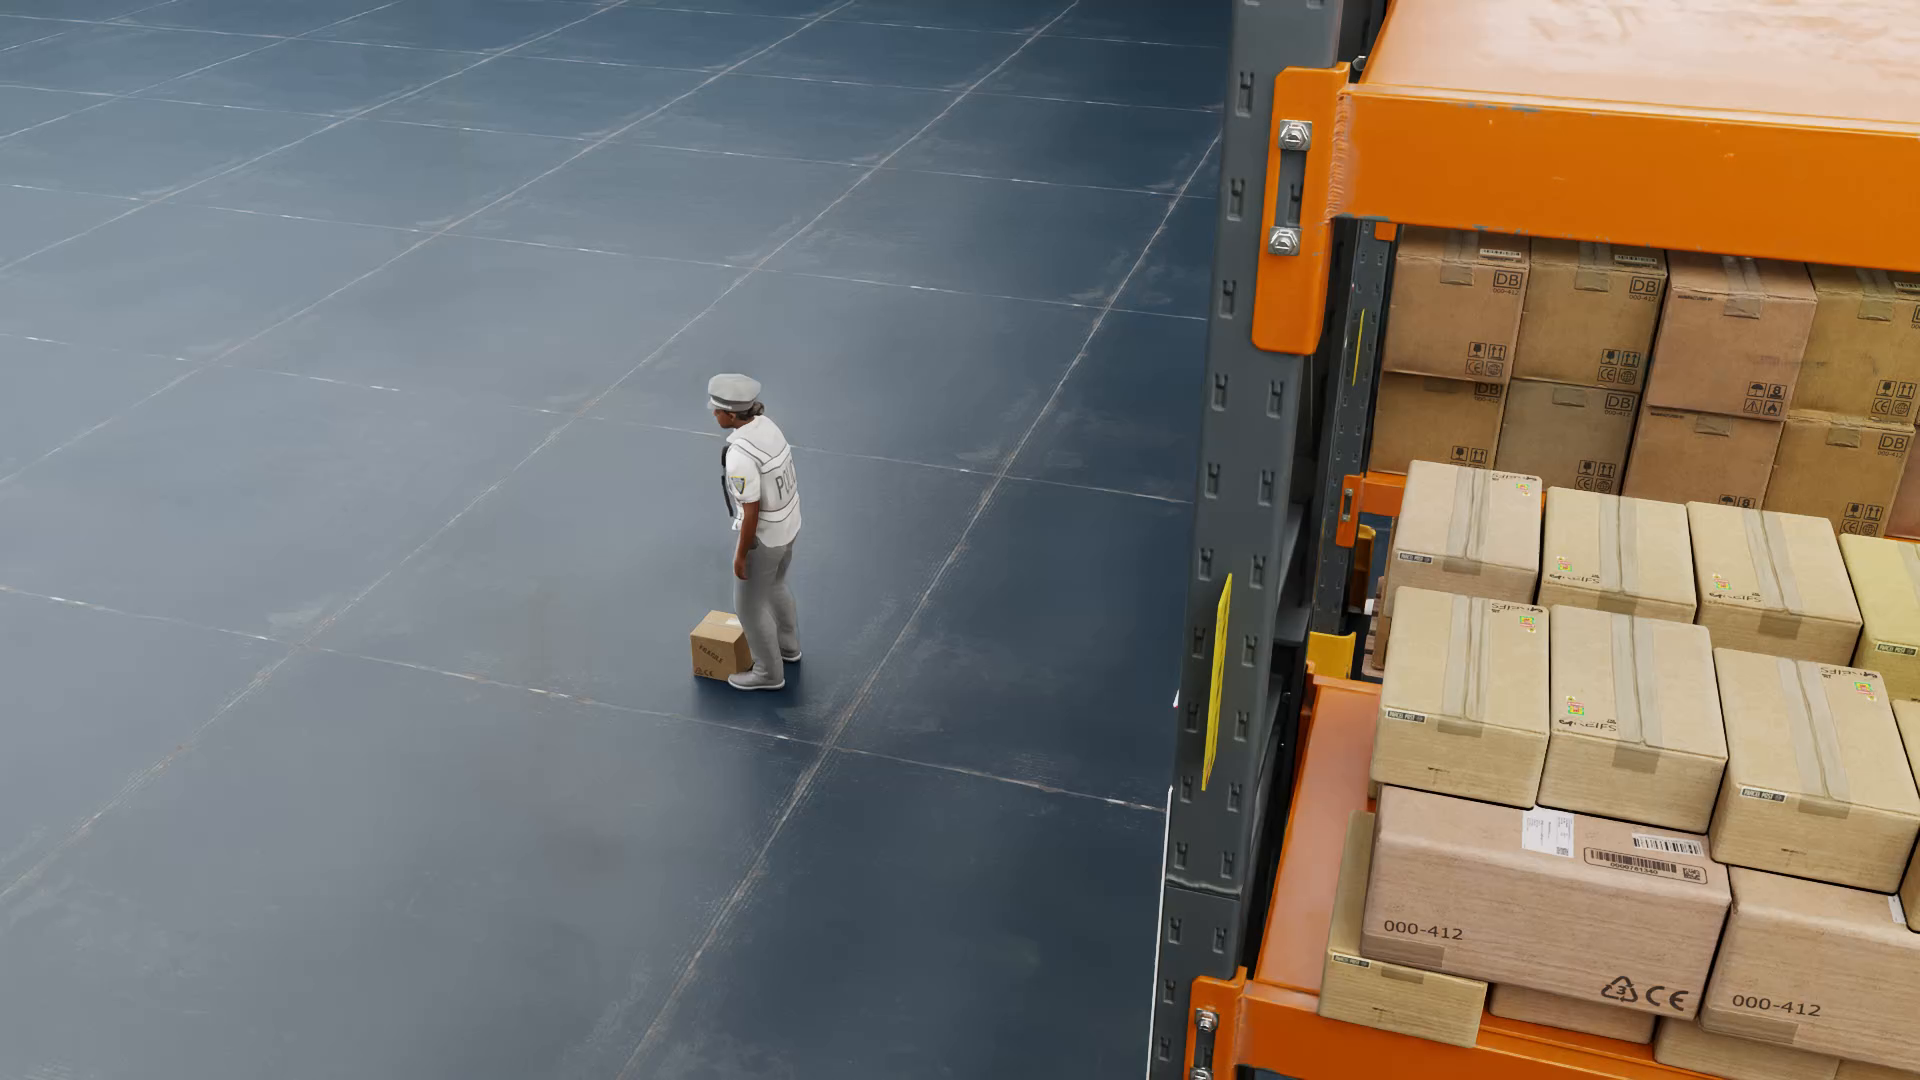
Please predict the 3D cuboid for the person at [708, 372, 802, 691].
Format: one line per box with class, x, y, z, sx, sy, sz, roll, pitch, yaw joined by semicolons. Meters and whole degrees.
person;-0.985;-0.037;8.195;0.397;1.656;0.503;8;30;15
